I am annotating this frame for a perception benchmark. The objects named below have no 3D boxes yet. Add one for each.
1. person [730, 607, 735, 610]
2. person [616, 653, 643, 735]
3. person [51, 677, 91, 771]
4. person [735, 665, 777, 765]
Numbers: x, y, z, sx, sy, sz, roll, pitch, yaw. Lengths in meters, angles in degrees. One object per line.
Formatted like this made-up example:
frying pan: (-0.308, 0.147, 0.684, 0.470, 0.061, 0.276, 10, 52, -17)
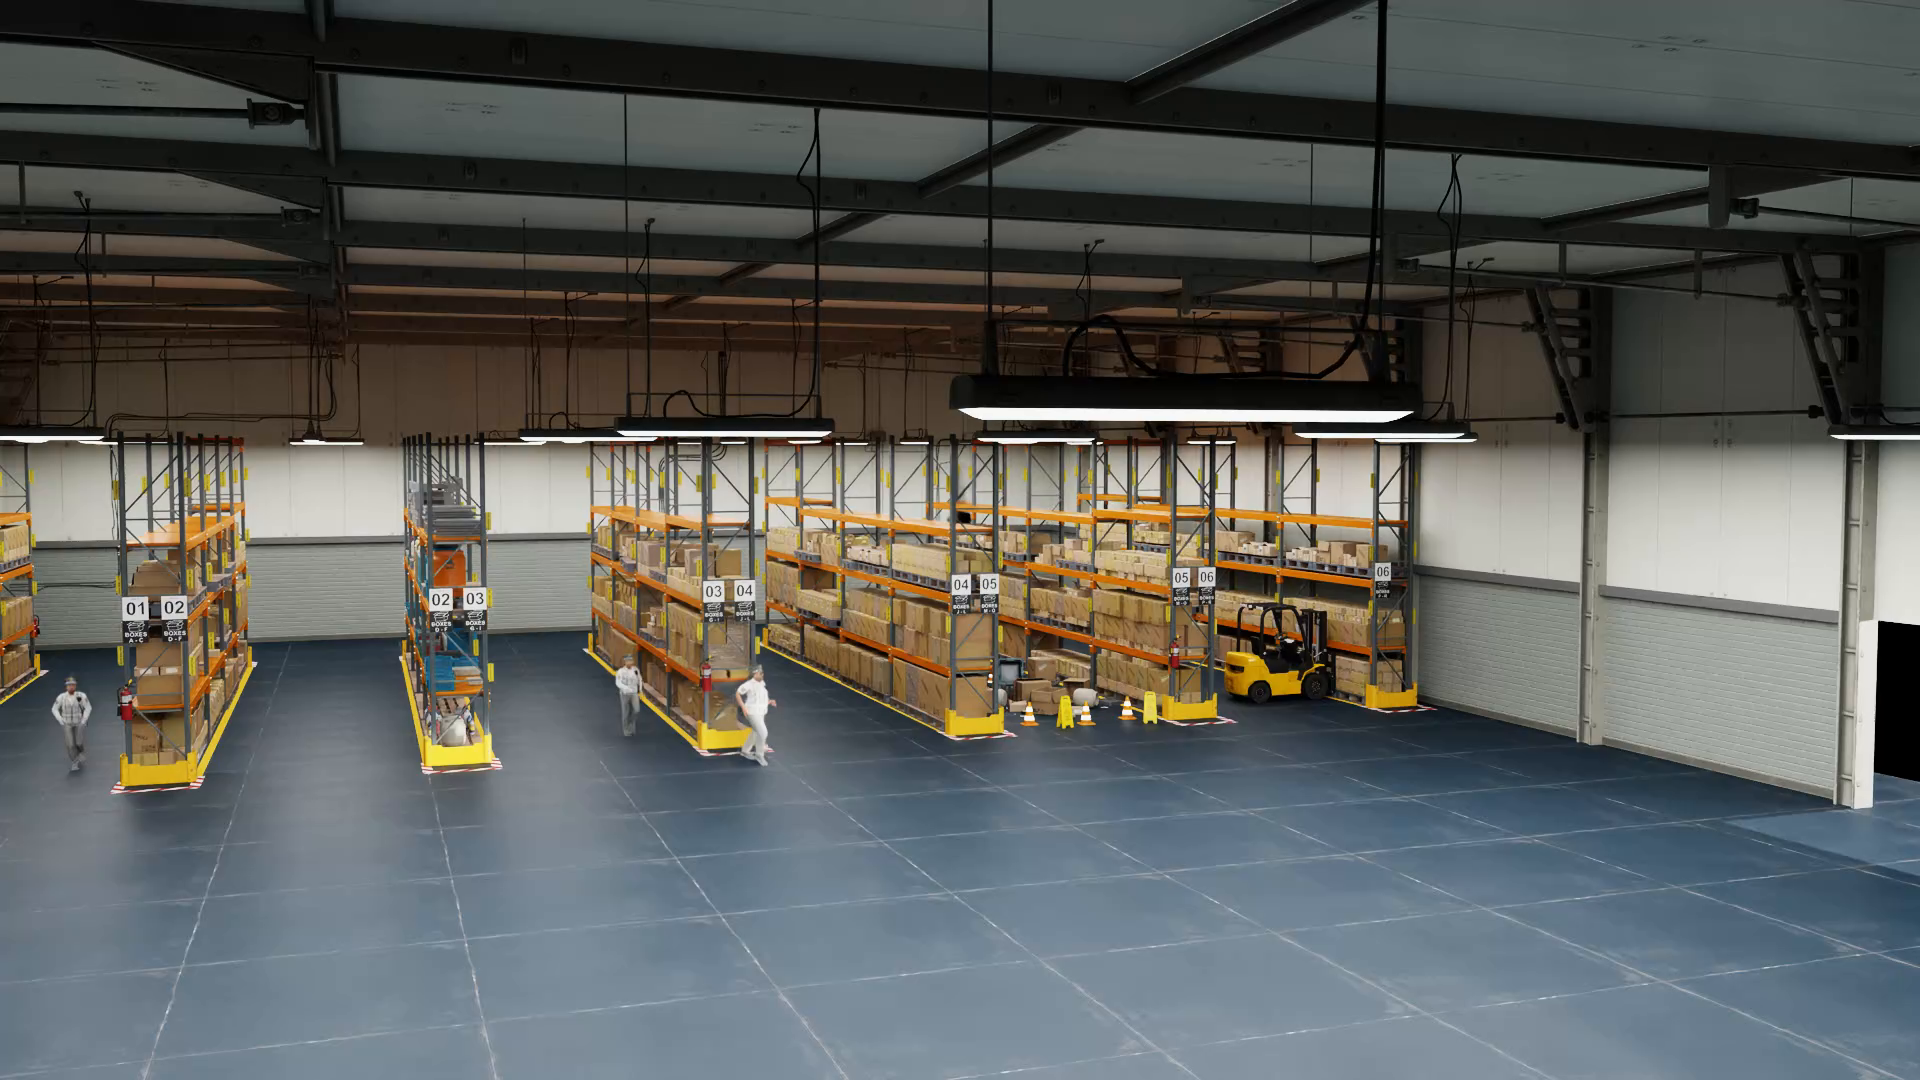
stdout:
person: (-6.600, 2.286, 47.177, 0.569, 1.661, 0.522, -1, 3, -12)
person: (-6.527, 3.059, 32.931, 0.584, 1.648, 0.691, -2, 4, -27)
person: (-15.809, 3.256, 29.594, 0.627, 1.662, 0.553, -2, 4, -26)
person: (-3.699, 3.181, 30.178, 0.754, 1.847, 0.662, 1, 3, 24)
